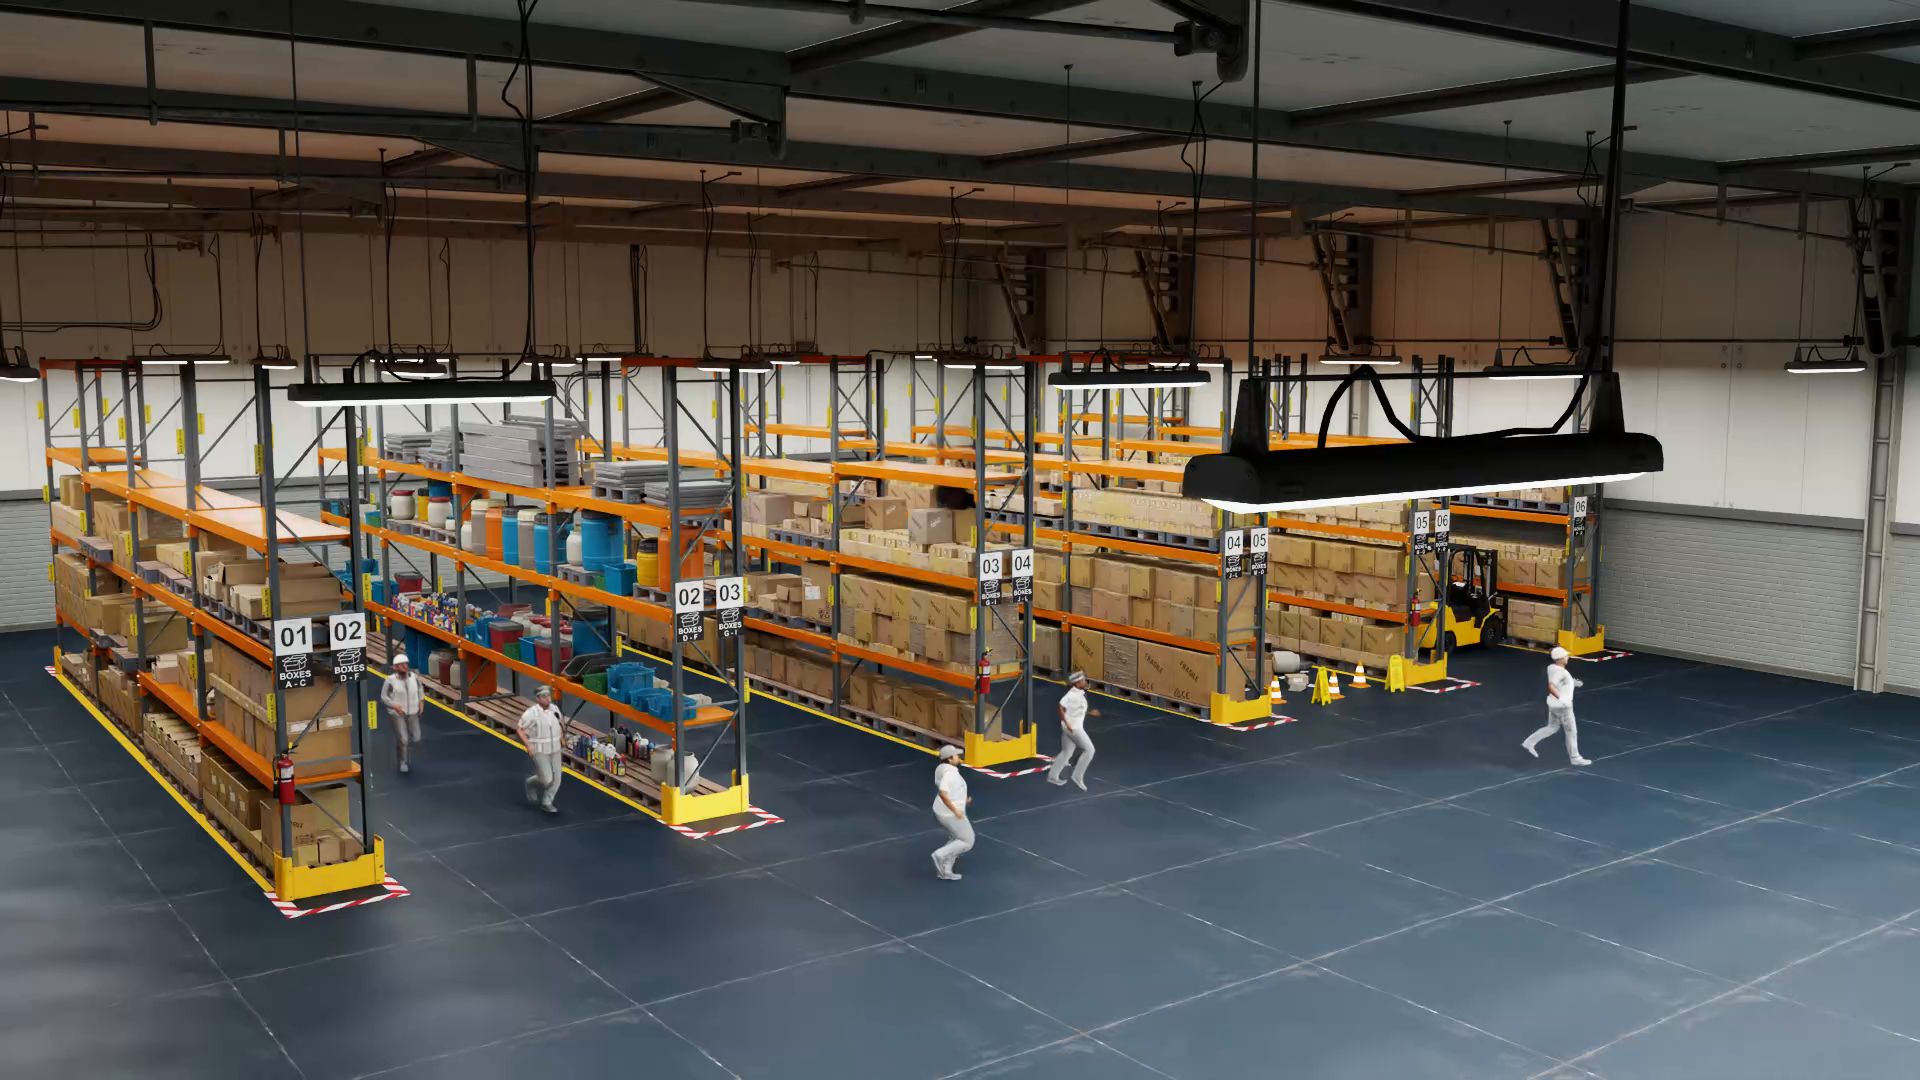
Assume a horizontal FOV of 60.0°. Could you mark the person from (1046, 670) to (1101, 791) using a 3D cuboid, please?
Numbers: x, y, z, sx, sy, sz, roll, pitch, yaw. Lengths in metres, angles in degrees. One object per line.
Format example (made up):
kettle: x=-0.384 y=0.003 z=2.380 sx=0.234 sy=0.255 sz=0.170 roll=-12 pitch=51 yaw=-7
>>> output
person: x=1.618 y=2.681 z=23.563 sx=0.758 sy=1.708 sz=0.552 roll=1 pitch=7 yaw=5

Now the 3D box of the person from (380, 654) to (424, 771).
person: x=-8.200 y=2.536 z=24.545 sx=0.692 sy=1.729 sz=0.599 roll=-6 pitch=9 yaw=-42

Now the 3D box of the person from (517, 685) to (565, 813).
person: x=-5.572 y=2.794 z=22.341 sx=0.664 sy=1.730 sz=0.601 roll=-6 pitch=9 yaw=-43

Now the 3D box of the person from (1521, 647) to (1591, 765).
person: x=8.916 y=2.462 z=24.754 sx=0.994 sy=1.761 sz=0.691 roll=0 pitch=7 yaw=4

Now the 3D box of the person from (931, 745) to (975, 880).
person: x=-0.103 y=3.207 z=19.510 sx=0.549 sy=1.615 sz=0.607 roll=-2 pitch=7 yaw=-15
